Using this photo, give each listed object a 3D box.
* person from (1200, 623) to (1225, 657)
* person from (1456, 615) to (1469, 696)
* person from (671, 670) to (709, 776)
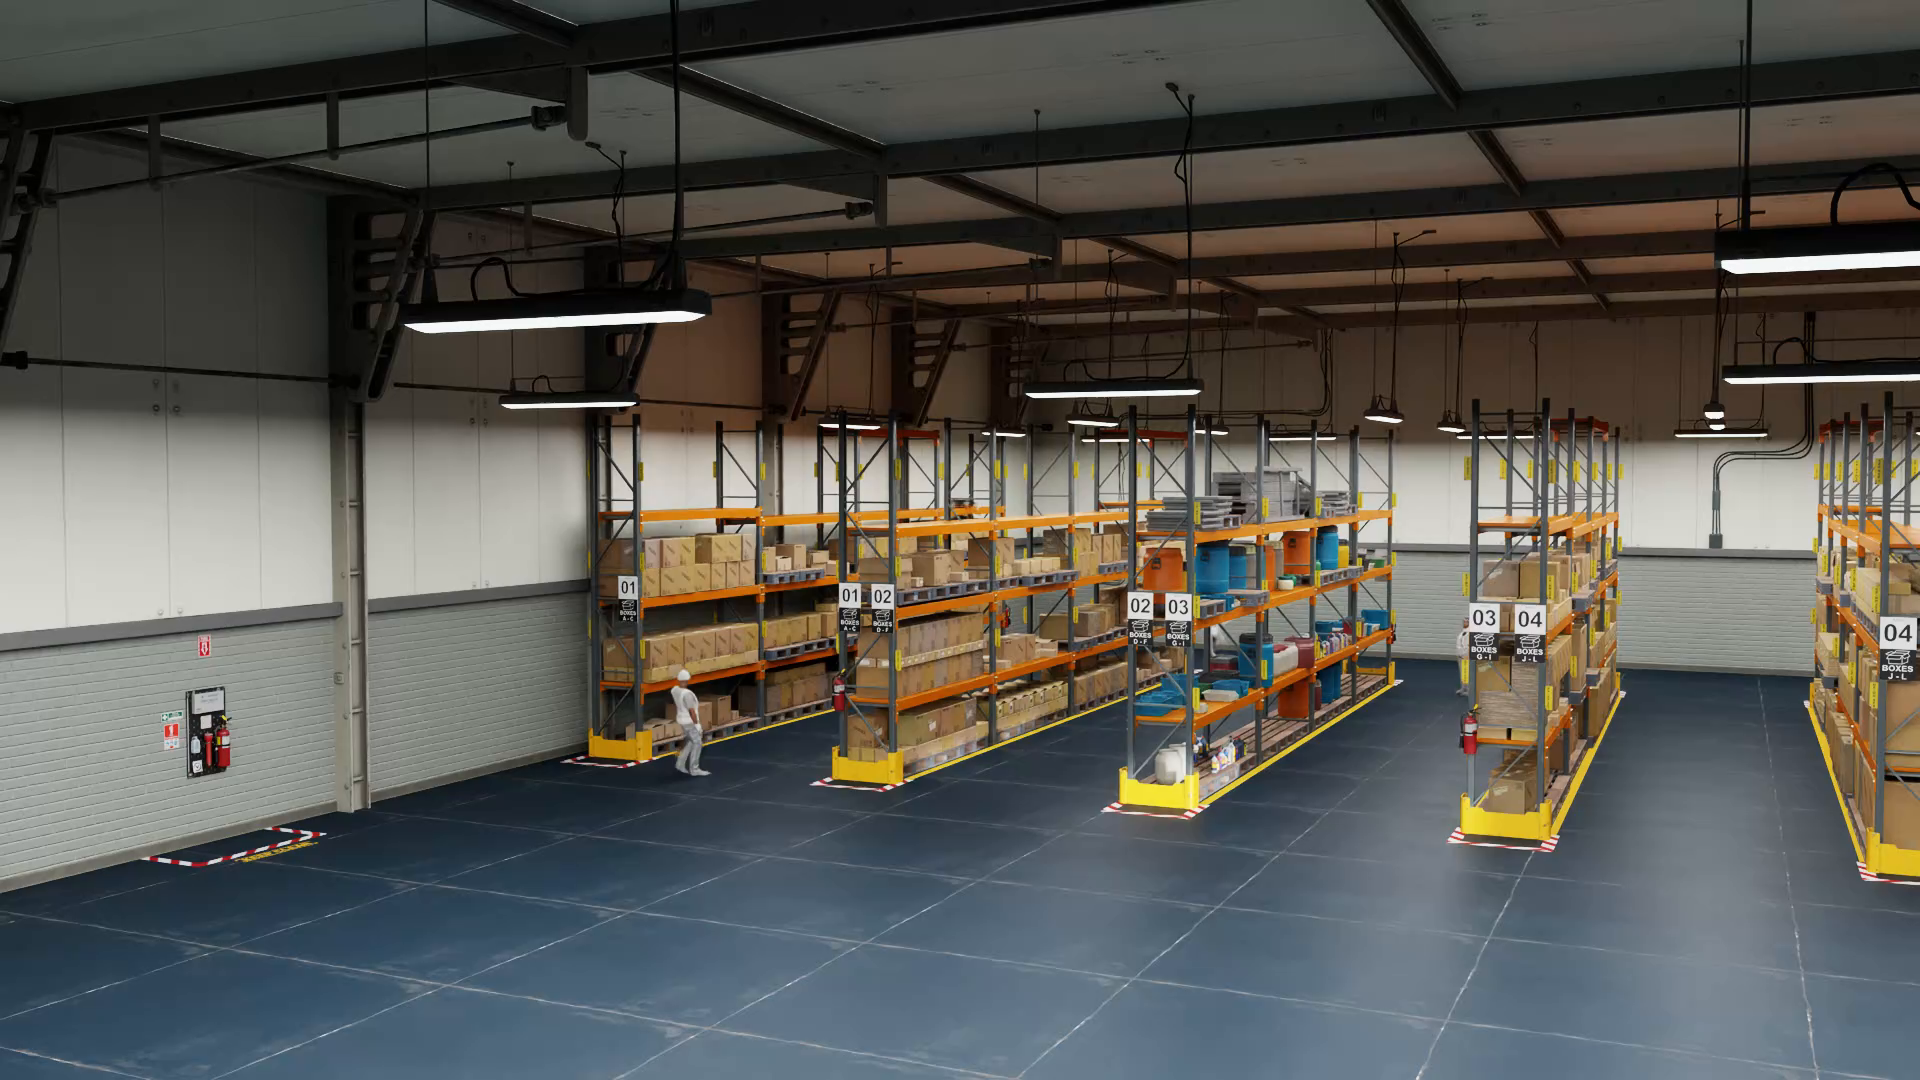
[{"bbox_3d":[6.424,2.424,42.205,0.599,1.656,0.872,0,2,-10],"label":"person"},{"bbox_3d":[11.381,2.593,37.386,0.411,1.789,0.571,0,2,-9],"label":"person"},{"bbox_3d":[-4.454,3.018,27.422,0.555,1.782,0.635,-1,3,-28],"label":"person"}]
